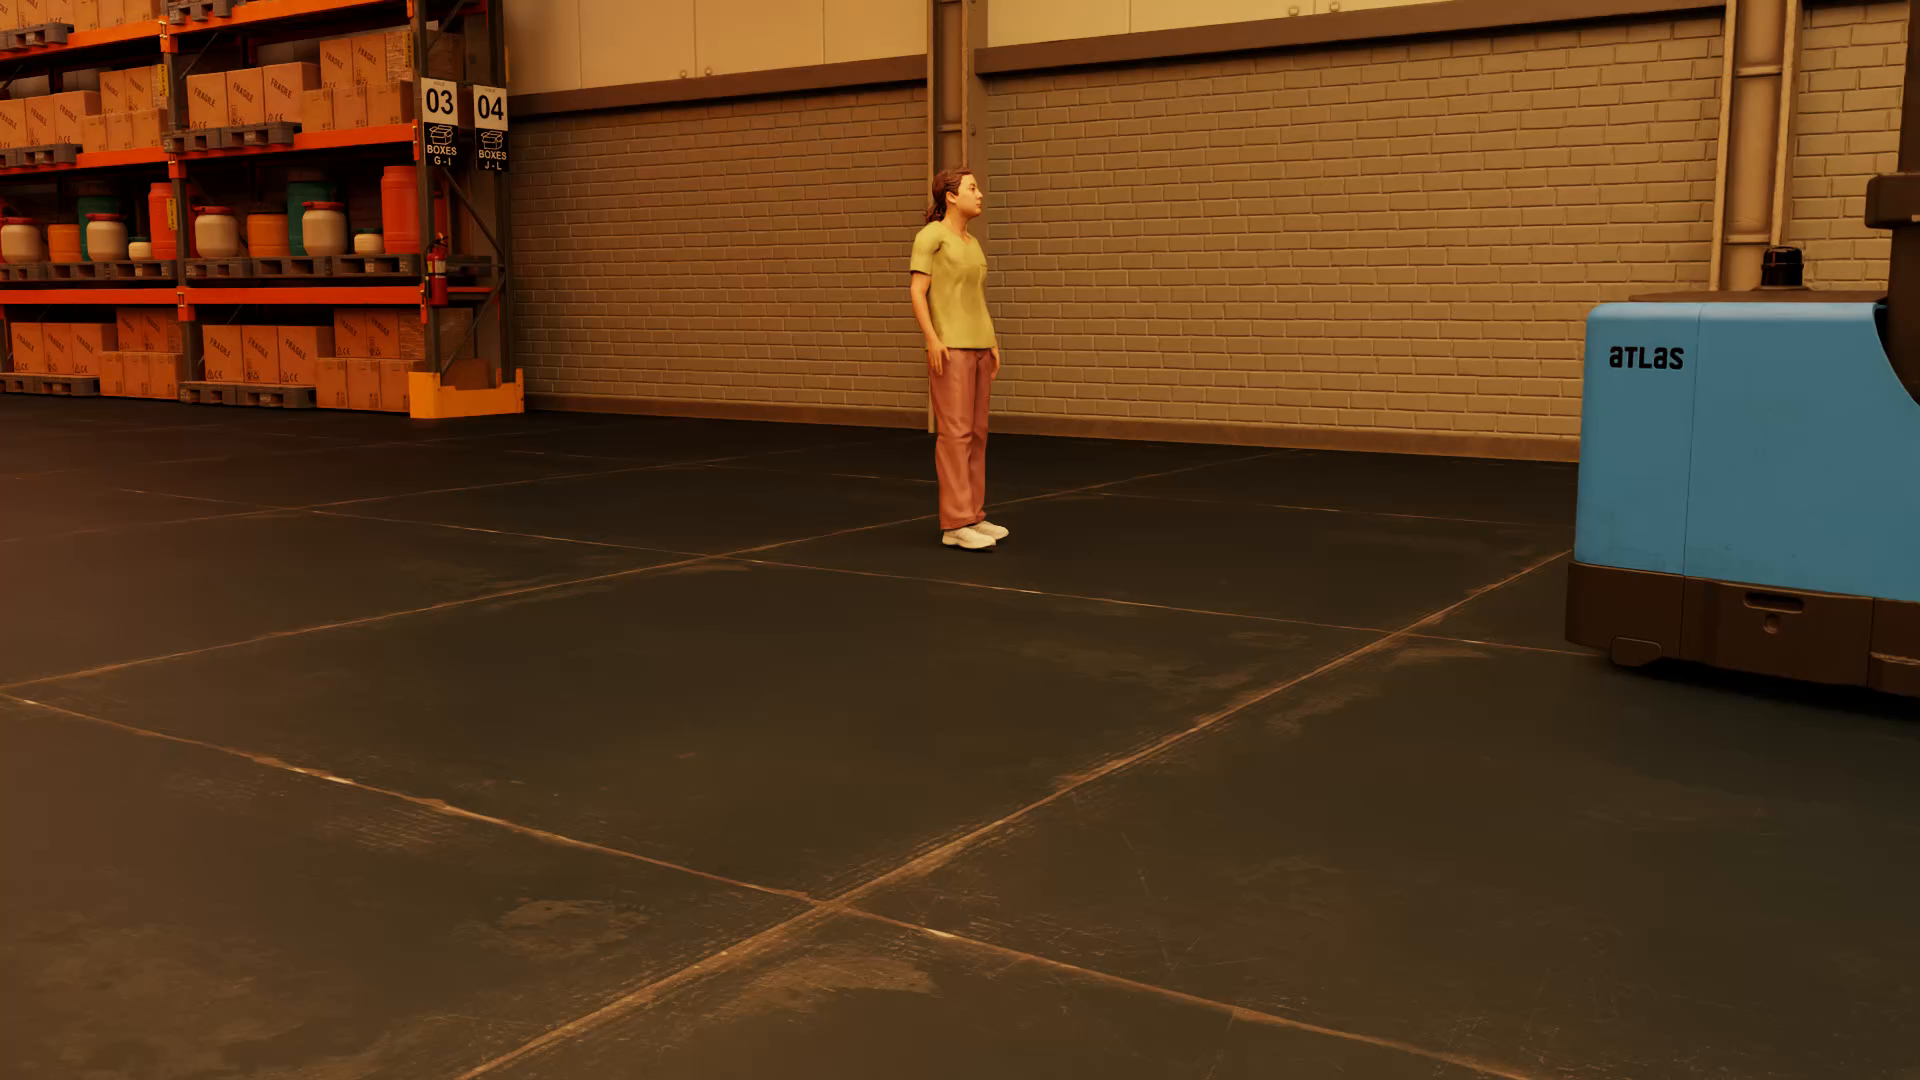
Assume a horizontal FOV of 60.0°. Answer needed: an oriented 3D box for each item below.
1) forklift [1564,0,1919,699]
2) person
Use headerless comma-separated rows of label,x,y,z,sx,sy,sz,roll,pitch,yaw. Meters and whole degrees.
forklift,3.203,-0.978,4.068,1.130,2.935,3.031,-8,11,-44
person,0.055,-0.830,7.434,0.548,1.673,0.553,5,10,34
